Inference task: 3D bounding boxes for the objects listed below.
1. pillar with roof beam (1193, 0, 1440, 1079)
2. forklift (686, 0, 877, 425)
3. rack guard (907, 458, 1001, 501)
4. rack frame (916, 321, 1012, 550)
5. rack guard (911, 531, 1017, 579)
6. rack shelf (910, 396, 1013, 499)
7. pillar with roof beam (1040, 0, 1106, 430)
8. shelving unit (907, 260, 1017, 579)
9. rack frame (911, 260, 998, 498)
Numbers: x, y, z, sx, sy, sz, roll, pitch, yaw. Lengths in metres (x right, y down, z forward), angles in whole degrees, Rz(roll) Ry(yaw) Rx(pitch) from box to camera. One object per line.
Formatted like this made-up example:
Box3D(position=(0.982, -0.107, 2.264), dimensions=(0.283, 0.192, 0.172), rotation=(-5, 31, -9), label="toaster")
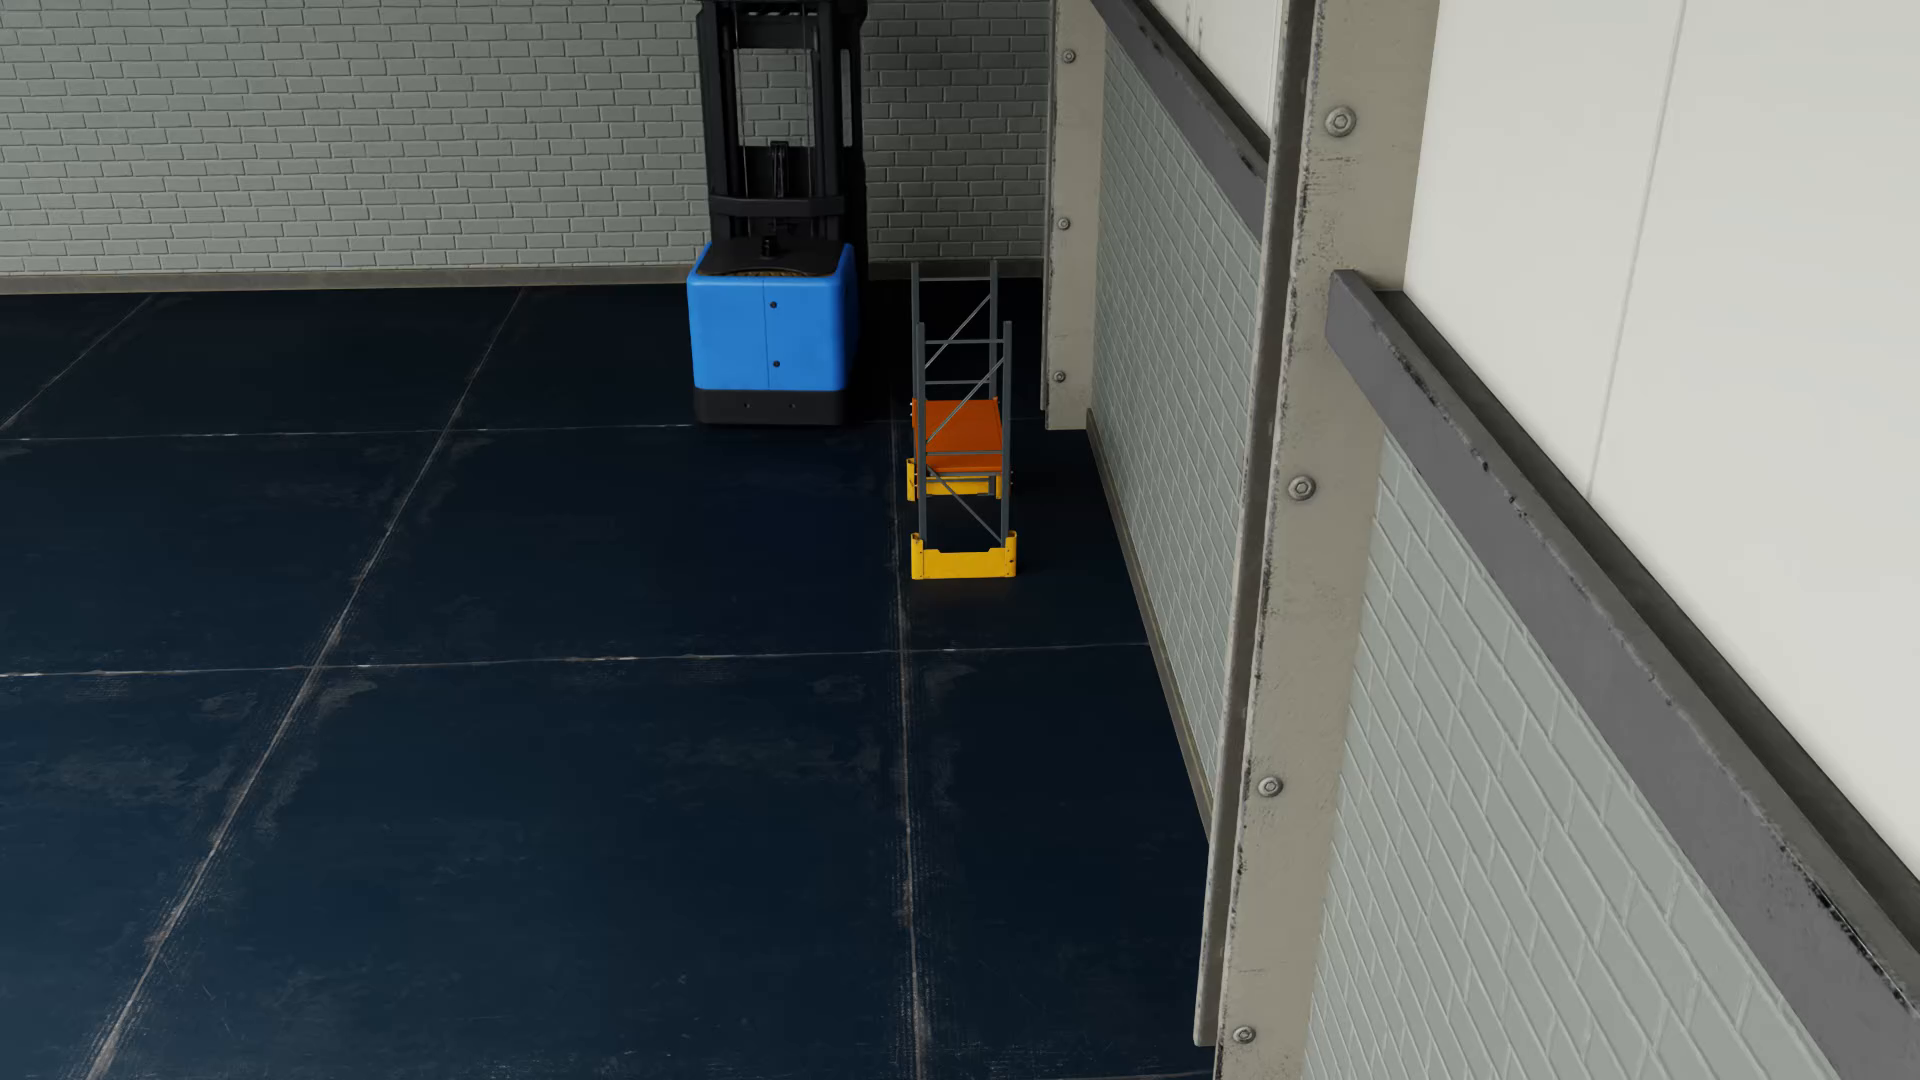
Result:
Box3D(position=(-3.266, -1.951, 3.759), dimensions=(9.100, 9.000, 0.400), rotation=(-1, 28, -3), label="pillar with roof beam")
Box3D(position=(-1.206, -2.705, 11.768), dimensions=(1.130, 2.935, 3.031), rotation=(1, 28, 2), label="forklift")
Box3D(position=(-0.030, -0.376, 10.201), dimensions=(0.587, 0.250, 0.087), rotation=(-1, 28, -3), label="rack guard")
Box3D(position=(0.022, -0.470, 9.029), dimensions=(0.500, 1.500, 0.032), rotation=(-1, 28, -3), label="rack frame")
Box3D(position=(0.022, 0.084, 9.319), dimensions=(0.587, 0.250, 0.087), rotation=(-1, 28, -3), label="rack guard")
Box3D(position=(-0.004, -0.545, 9.562), dimensions=(0.538, 0.185, 1.000), rotation=(-1, 28, -3), label="rack shelf")
Box3D(position=(-3.579, -4.722, 9.072), dimensions=(9.100, 9.000, 0.400), rotation=(-1, 28, -3), label="pillar with roof beam")
Box3D(position=(-0.004, -0.700, 9.471), dimensions=(0.587, 1.500, 1.083), rotation=(-1, 28, -3), label="shelving unit")
Box3D(position=(-0.031, -0.939, 9.929), dimensions=(0.500, 1.500, 0.032), rotation=(-1, 28, -3), label="rack frame")
